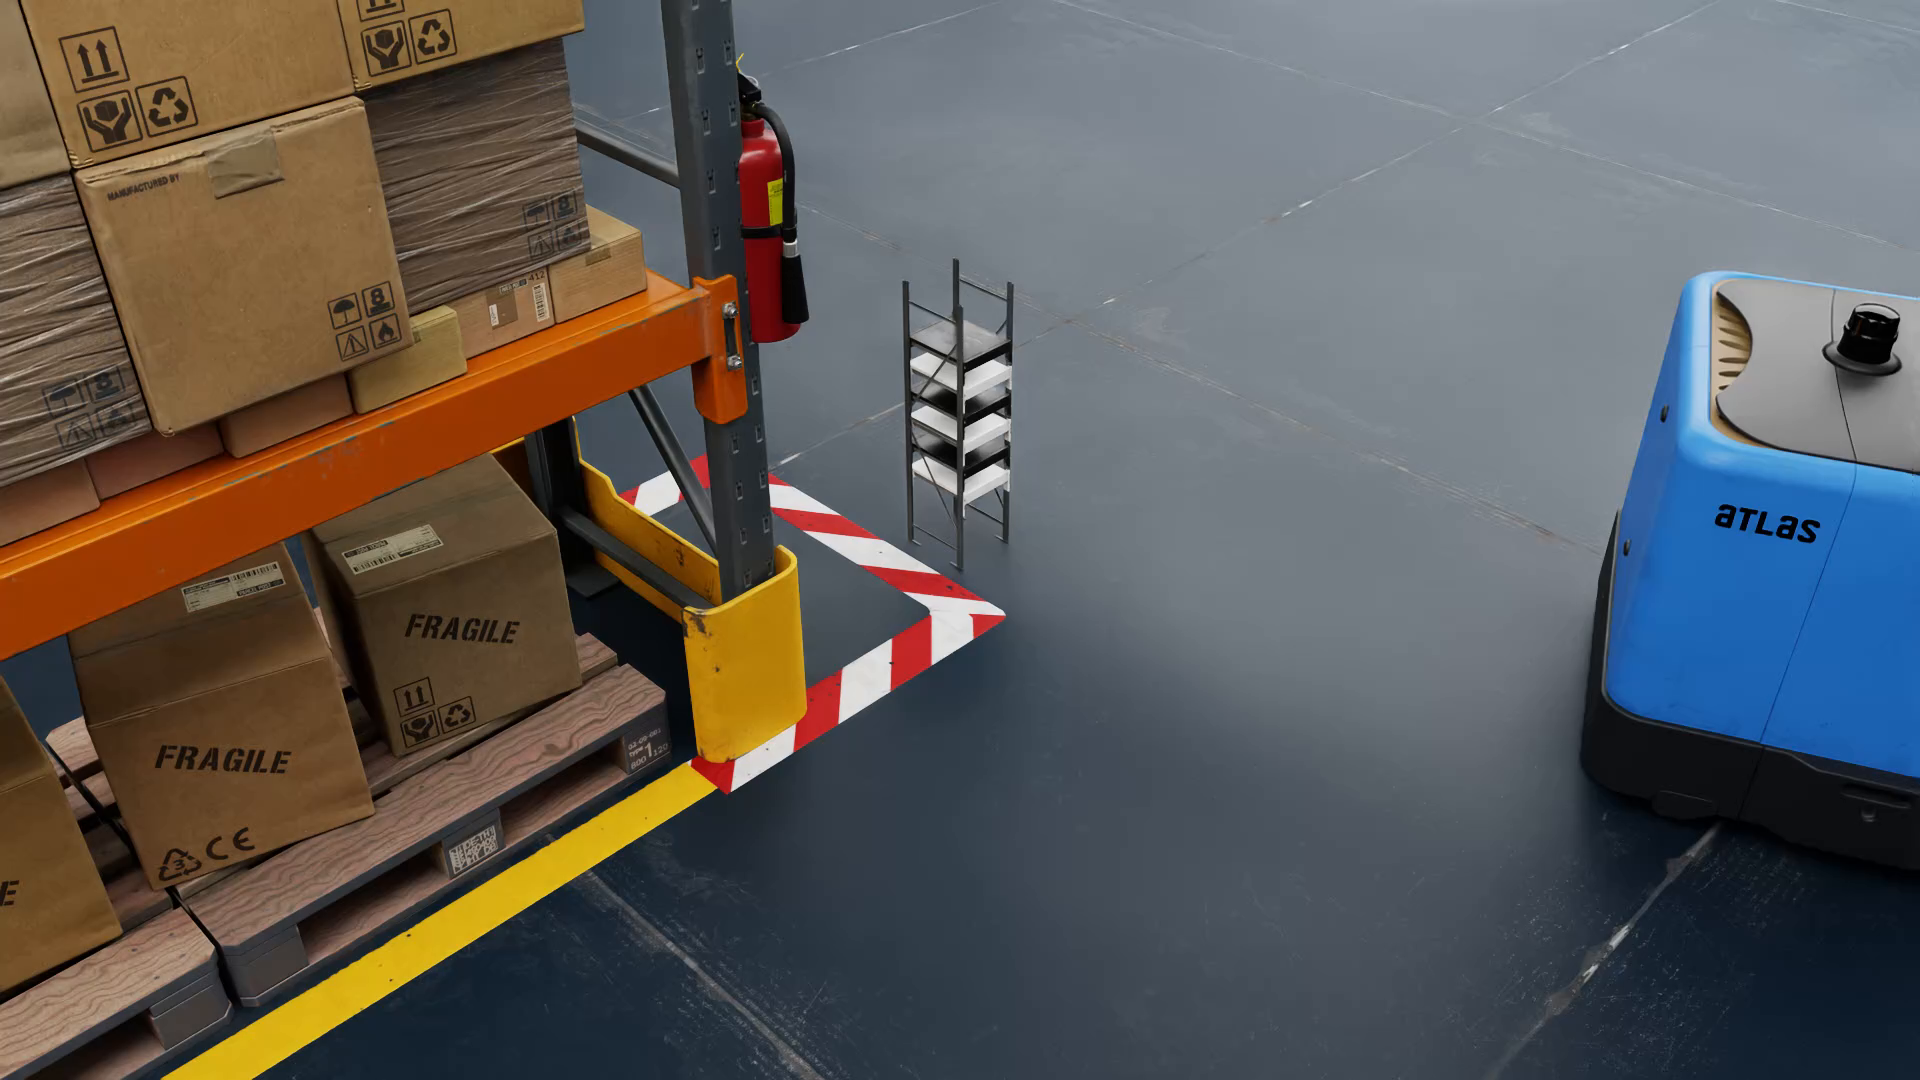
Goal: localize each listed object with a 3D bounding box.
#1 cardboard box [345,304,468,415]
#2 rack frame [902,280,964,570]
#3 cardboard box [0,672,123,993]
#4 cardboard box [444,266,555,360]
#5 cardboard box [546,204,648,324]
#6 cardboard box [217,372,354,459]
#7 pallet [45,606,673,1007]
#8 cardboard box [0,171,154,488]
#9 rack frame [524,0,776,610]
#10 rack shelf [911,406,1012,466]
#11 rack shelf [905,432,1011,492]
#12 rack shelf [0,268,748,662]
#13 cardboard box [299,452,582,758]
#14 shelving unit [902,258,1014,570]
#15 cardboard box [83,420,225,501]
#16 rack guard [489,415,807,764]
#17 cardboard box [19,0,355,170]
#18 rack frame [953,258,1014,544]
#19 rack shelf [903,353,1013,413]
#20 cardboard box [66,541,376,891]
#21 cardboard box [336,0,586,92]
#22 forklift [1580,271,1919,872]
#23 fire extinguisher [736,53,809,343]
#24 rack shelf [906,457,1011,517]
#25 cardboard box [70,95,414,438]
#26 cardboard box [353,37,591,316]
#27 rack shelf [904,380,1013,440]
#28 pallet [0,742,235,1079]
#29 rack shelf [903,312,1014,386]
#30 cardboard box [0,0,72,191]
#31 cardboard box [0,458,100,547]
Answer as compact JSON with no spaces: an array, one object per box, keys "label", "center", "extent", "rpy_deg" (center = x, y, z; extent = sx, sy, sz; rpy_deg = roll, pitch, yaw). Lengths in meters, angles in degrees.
[{"label":"cardboard box","center":[-1.247,-0.434,3.470],"extent":[0.380,0.149,0.250],"rpy_deg":[30,45,35]},{"label":"rack frame","center":[-0.077,-0.325,4.929],"extent":[0.240,0.900,0.006],"rpy_deg":[30,45,35]},{"label":"cardboard box","center":[-2.179,0.643,3.523],"extent":[0.500,0.500,0.500],"rpy_deg":[-25,42,-32]},{"label":"cardboard box","center":[-1.107,-0.556,3.645],"extent":[0.380,0.149,0.250],"rpy_deg":[30,45,35]},{"label":"cardboard box","center":[-0.930,-0.657,3.790],"extent":[0.380,0.149,0.250],"rpy_deg":[30,45,35]},{"label":"cardboard box","center":[-1.434,-0.339,3.333],"extent":[0.380,0.149,0.250],"rpy_deg":[30,45,35]},{"label":"pallet","center":[-1.527,0.531,4.304],"extent":[1.003,0.211,1.213],"rpy_deg":[30,45,35]},{"label":"cardboard box","center":[-1.933,-0.473,2.959],"extent":[0.875,0.500,0.500],"rpy_deg":[30,45,35]},{"label":"rack frame","center":[-0.876,-0.959,4.003],"extent":[1.000,3.000,0.127],"rpy_deg":[30,45,35]},{"label":"rack shelf","center":[-0.006,-0.338,5.007],"extent":[0.258,0.077,0.200],"rpy_deg":[30,45,35]},{"label":"rack shelf","center":[-0.006,-0.265,5.058],"extent":[0.258,0.077,0.200],"rpy_deg":[30,45,35]},{"label":"rack shelf","center":[-2.285,0.148,3.045],"extent":[1.077,0.370,4.000],"rpy_deg":[30,45,35]},{"label":"cardboard box","center":[-1.328,0.140,4.245],"extent":[0.500,0.500,0.500],"rpy_deg":[-21,40,-28]},{"label":"shelving unit","center":[-0.006,-0.366,4.988],"extent":[0.258,0.900,0.210],"rpy_deg":[30,45,35]},{"label":"cardboard box","center":[-1.639,-0.254,3.212],"extent":[0.380,0.149,0.250],"rpy_deg":[30,45,35]},{"label":"rack guard","center":[-0.930,0.097,4.674],"extent":[1.175,0.500,0.348],"rpy_deg":[30,45,35]},{"label":"cardboard box","center":[-1.436,-1.004,2.846],"extent":[0.500,0.500,0.500],"rpy_deg":[30,45,35]},{"label":"rack frame","center":[0.066,-0.407,5.047],"extent":[0.240,0.900,0.006],"rpy_deg":[30,45,35]},{"label":"rack shelf","center":[-0.006,-0.486,4.904],"extent":[0.258,0.077,0.200],"rpy_deg":[30,45,35]},{"label":"cardboard box","center":[-1.725,0.397,3.877],"extent":[0.500,0.500,0.500],"rpy_deg":[-18,39,-24]},{"label":"cardboard box","center":[-1.088,-1.210,3.141],"extent":[0.500,0.500,0.500],"rpy_deg":[30,45,35]},{"label":"forklift","center":[3.176,-0.499,3.404],"extent":[3.031,2.935,1.130],"rpy_deg":[12,37,17]},{"label":"fire extinguisher","center":[-0.468,-0.788,3.826],"extent":[0.296,0.674,0.183],"rpy_deg":[30,45,35]},{"label":"rack shelf","center":[-0.006,-0.191,5.110],"extent":[0.258,0.077,0.200],"rpy_deg":[30,45,35]},{"label":"cardboard box","center":[-1.550,-0.659,3.225],"extent":[0.875,0.500,0.500],"rpy_deg":[30,45,35]},{"label":"cardboard box","center":[-1.283,-0.910,3.585],"extent":[0.875,0.500,0.500],"rpy_deg":[30,45,35]},{"label":"rack shelf","center":[-0.006,-0.412,4.955],"extent":[0.258,0.077,0.200],"rpy_deg":[30,45,35]},{"label":"pallet","center":[-2.387,1.024,3.598],"extent":[1.003,0.211,1.213],"rpy_deg":[30,45,35]},{"label":"rack shelf","center":[-0.006,-0.560,4.852],"extent":[0.258,0.077,0.200],"rpy_deg":[30,45,35]},{"label":"cardboard box","center":[-1.791,-0.802,2.557],"extent":[0.500,0.500,0.500],"rpy_deg":[30,45,35]},{"label":"cardboard box","center":[-1.799,-0.143,3.053],"extent":[0.380,0.149,0.250],"rpy_deg":[30,45,35]}]
